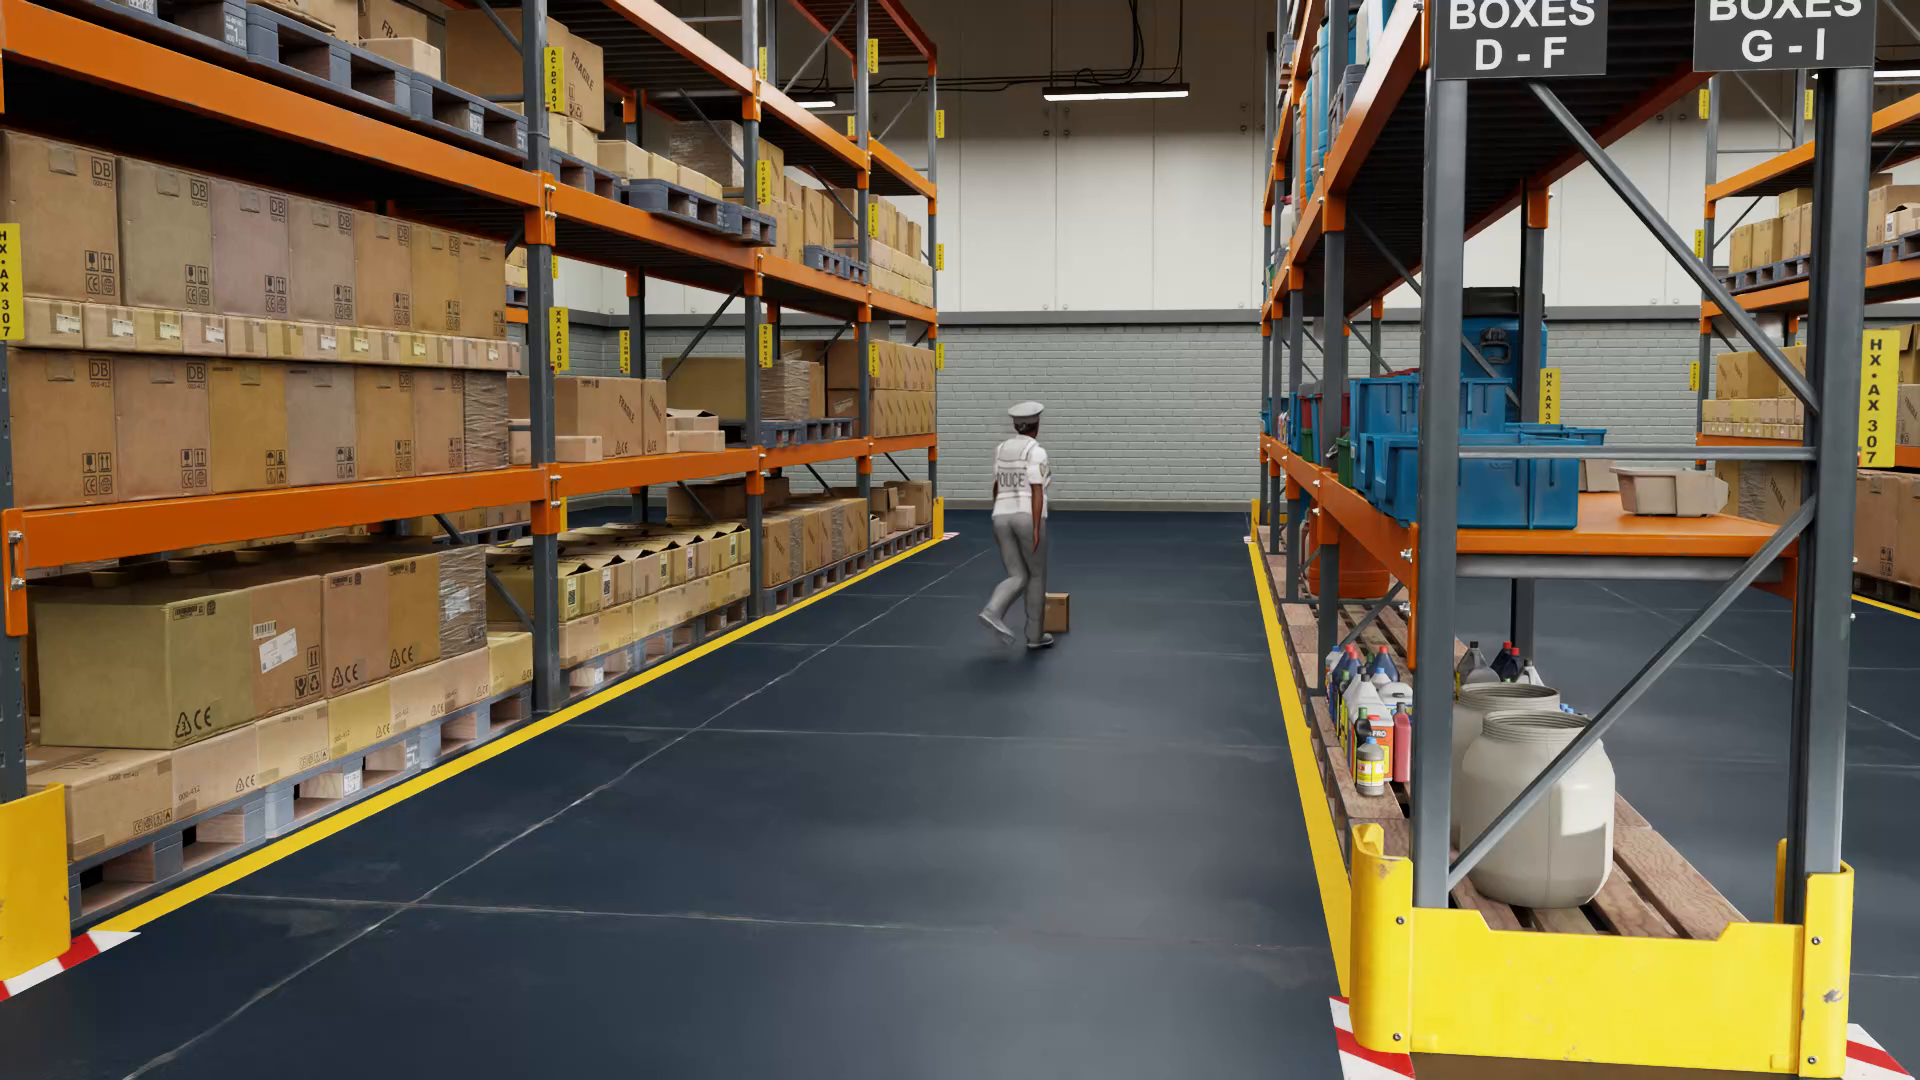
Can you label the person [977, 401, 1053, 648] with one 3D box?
[{"bbox_3d":[0.354,-0.096,11.053,0.509,1.640,0.718,4,6,41],"label":"person"}]
